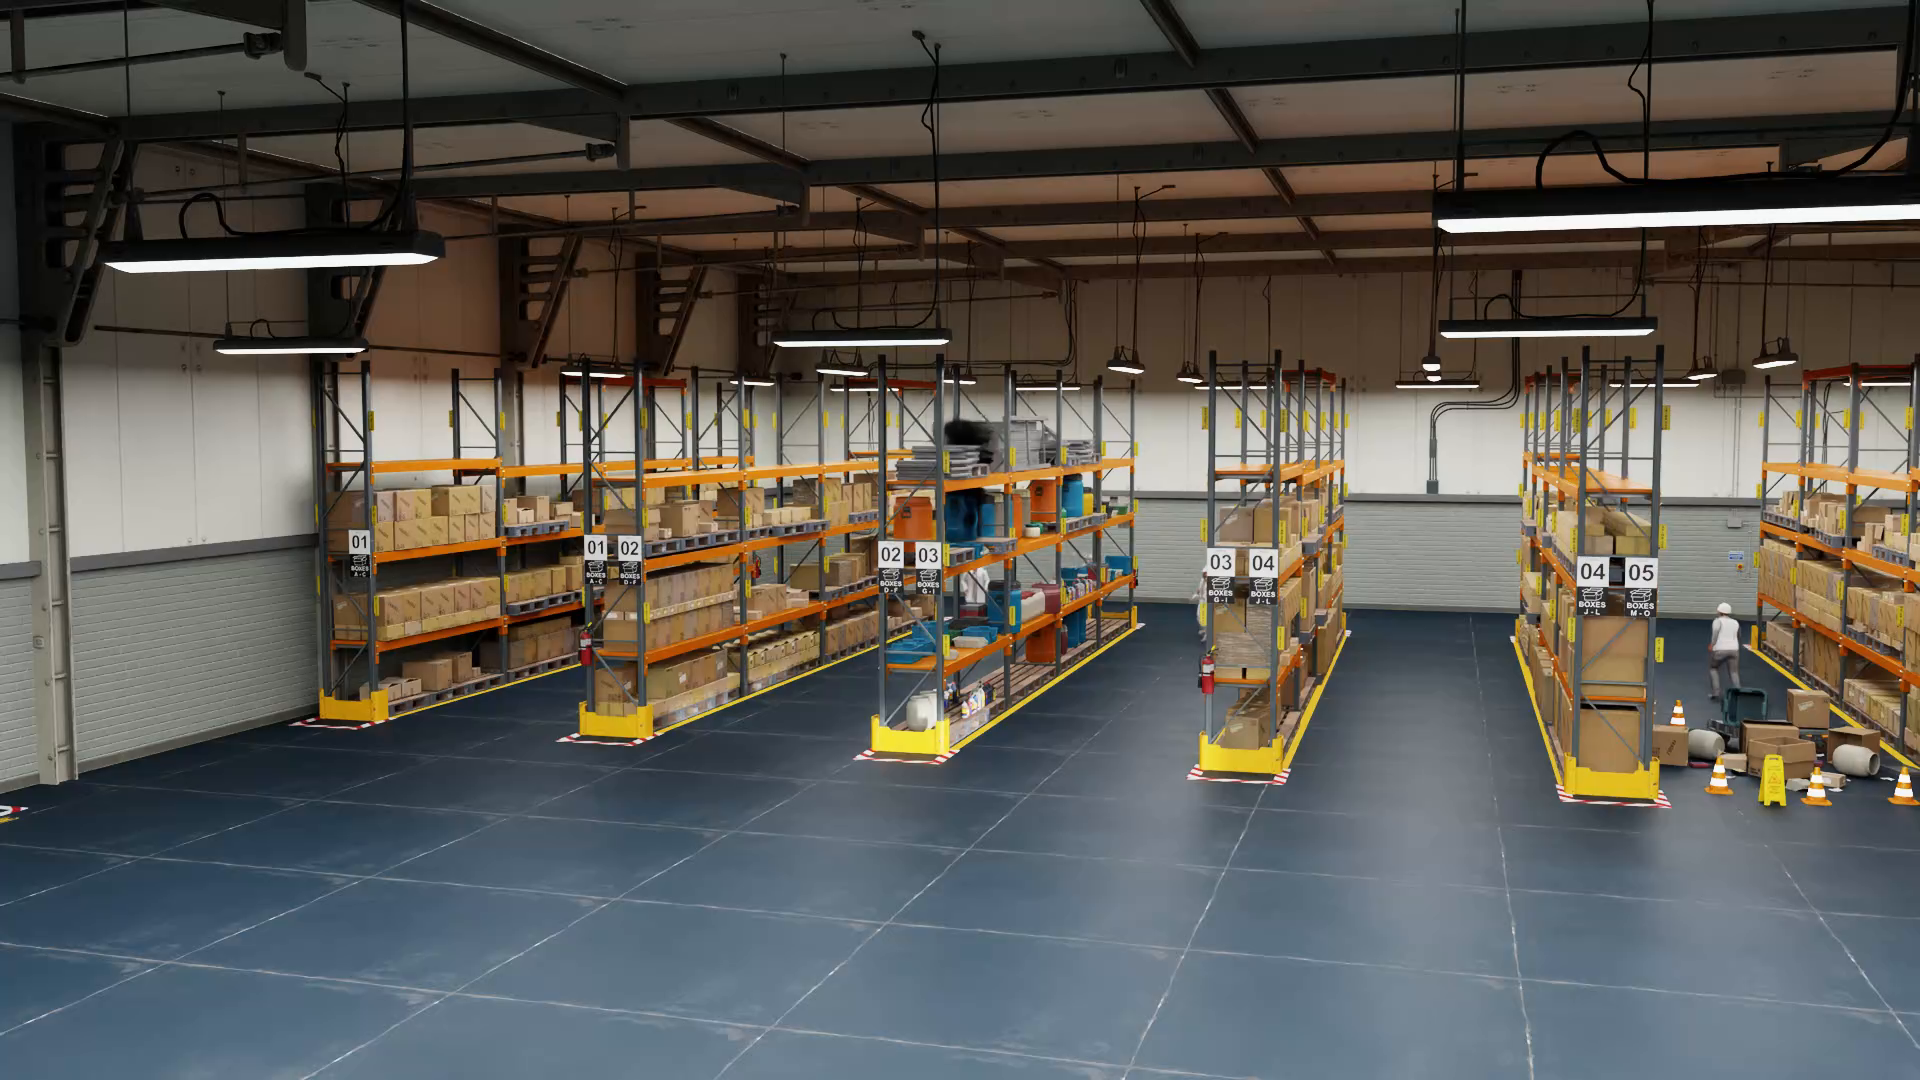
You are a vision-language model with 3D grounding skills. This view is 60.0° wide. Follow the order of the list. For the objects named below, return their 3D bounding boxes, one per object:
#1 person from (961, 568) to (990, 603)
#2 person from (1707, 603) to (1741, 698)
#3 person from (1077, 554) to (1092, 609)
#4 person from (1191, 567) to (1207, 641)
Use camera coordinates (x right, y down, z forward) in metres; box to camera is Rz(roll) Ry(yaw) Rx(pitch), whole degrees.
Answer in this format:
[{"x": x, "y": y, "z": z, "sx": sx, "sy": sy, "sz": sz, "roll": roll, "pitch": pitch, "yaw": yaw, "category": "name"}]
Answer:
[{"x": 0.365, "y": 1.297, "z": 39.908, "sx": 0.694, "sy": 1.723, "sz": 0.666, "roll": 0, "pitch": 4, "yaw": 4, "category": "person"}, {"x": 13.689, "y": 2.016, "z": 29.739, "sx": 0.650, "sy": 1.747, "sz": 0.976, "roll": 0, "pitch": 4, "yaw": 3, "category": "person"}, {"x": 3.195, "y": 1.160, "z": 42.069, "sx": 0.951, "sy": 1.645, "sz": 0.680, "roll": 2, "pitch": 5, "yaw": 26, "category": "person"}, {"x": 5.647, "y": 1.458, "z": 38.025, "sx": 0.811, "sy": 1.722, "sz": 0.691, "roll": 4, "pitch": 5, "yaw": 42, "category": "person"}]
